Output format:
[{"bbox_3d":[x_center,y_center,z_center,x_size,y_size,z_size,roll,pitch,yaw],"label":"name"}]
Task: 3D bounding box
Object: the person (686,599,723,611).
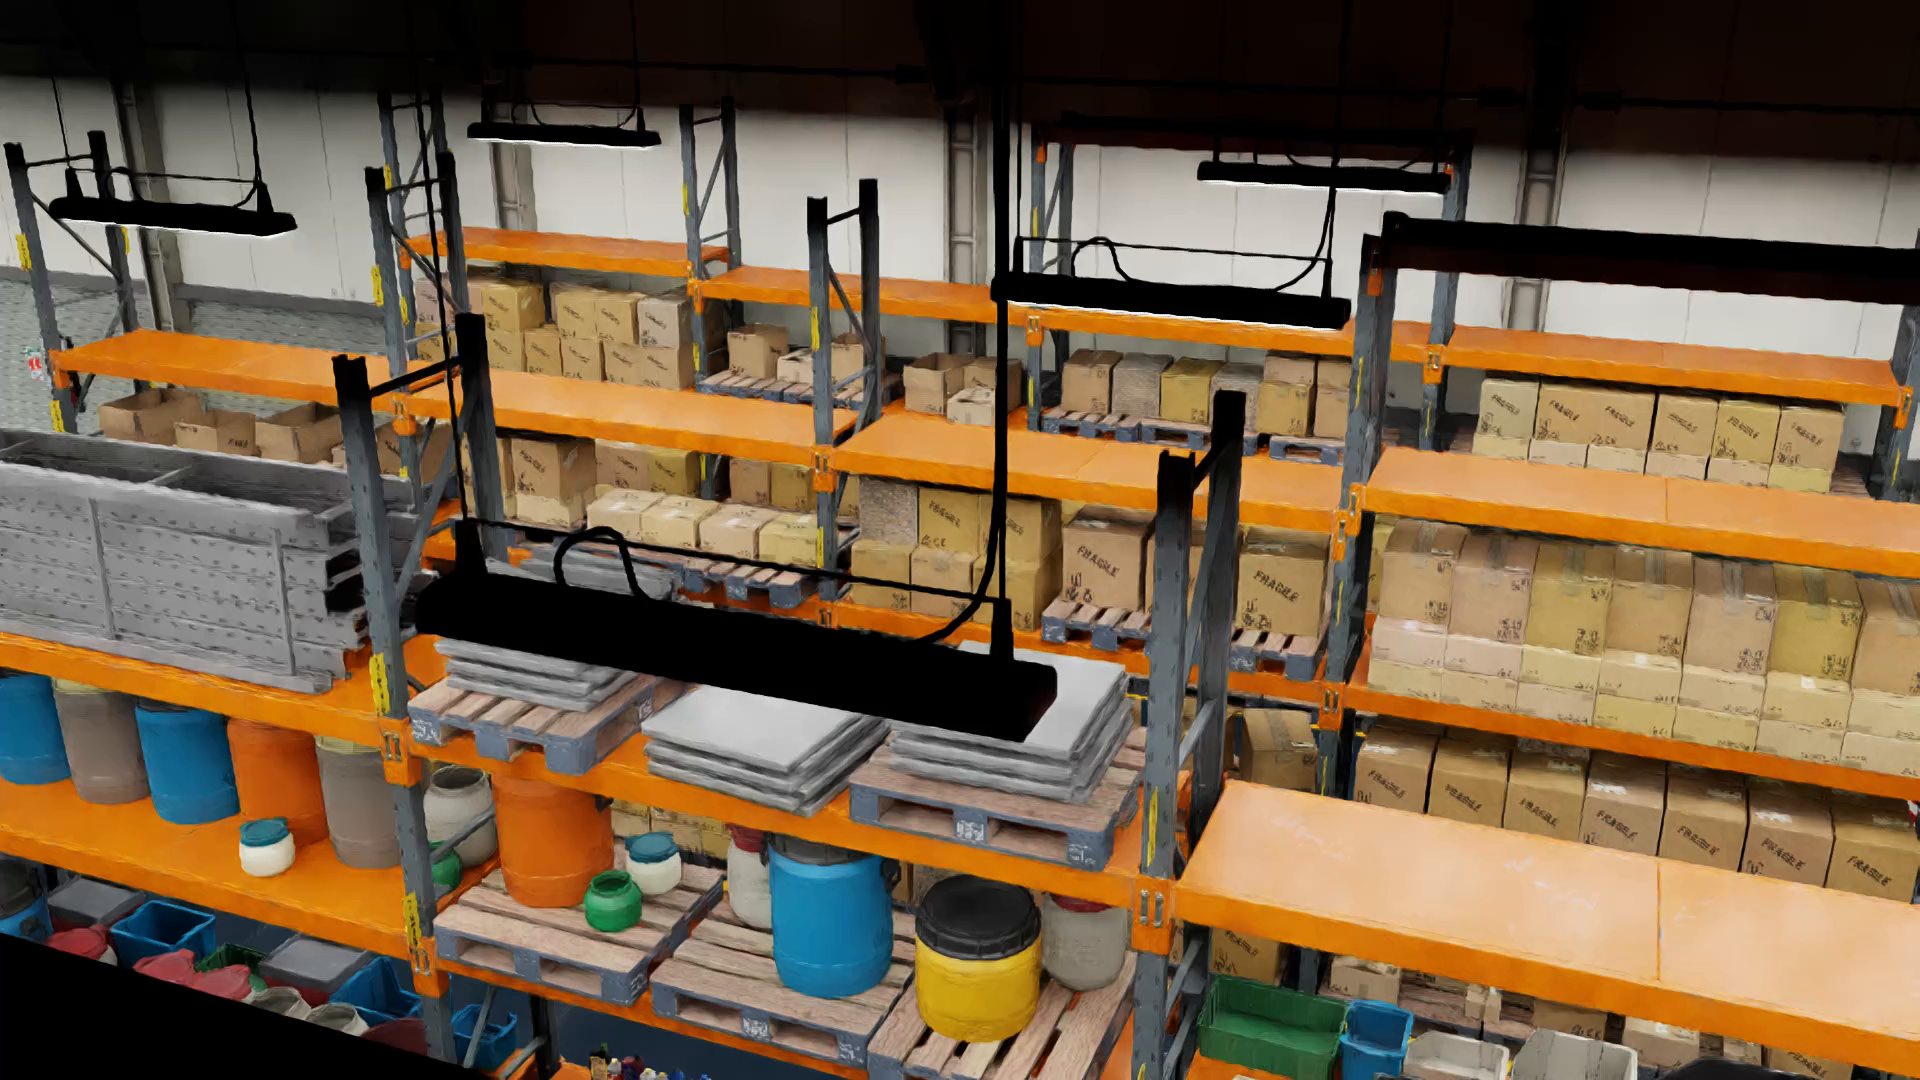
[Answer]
[{"bbox_3d":[-2.757,0.982,17.386,1.042,1.733,0.577,8,22,19],"label":"person"}]
